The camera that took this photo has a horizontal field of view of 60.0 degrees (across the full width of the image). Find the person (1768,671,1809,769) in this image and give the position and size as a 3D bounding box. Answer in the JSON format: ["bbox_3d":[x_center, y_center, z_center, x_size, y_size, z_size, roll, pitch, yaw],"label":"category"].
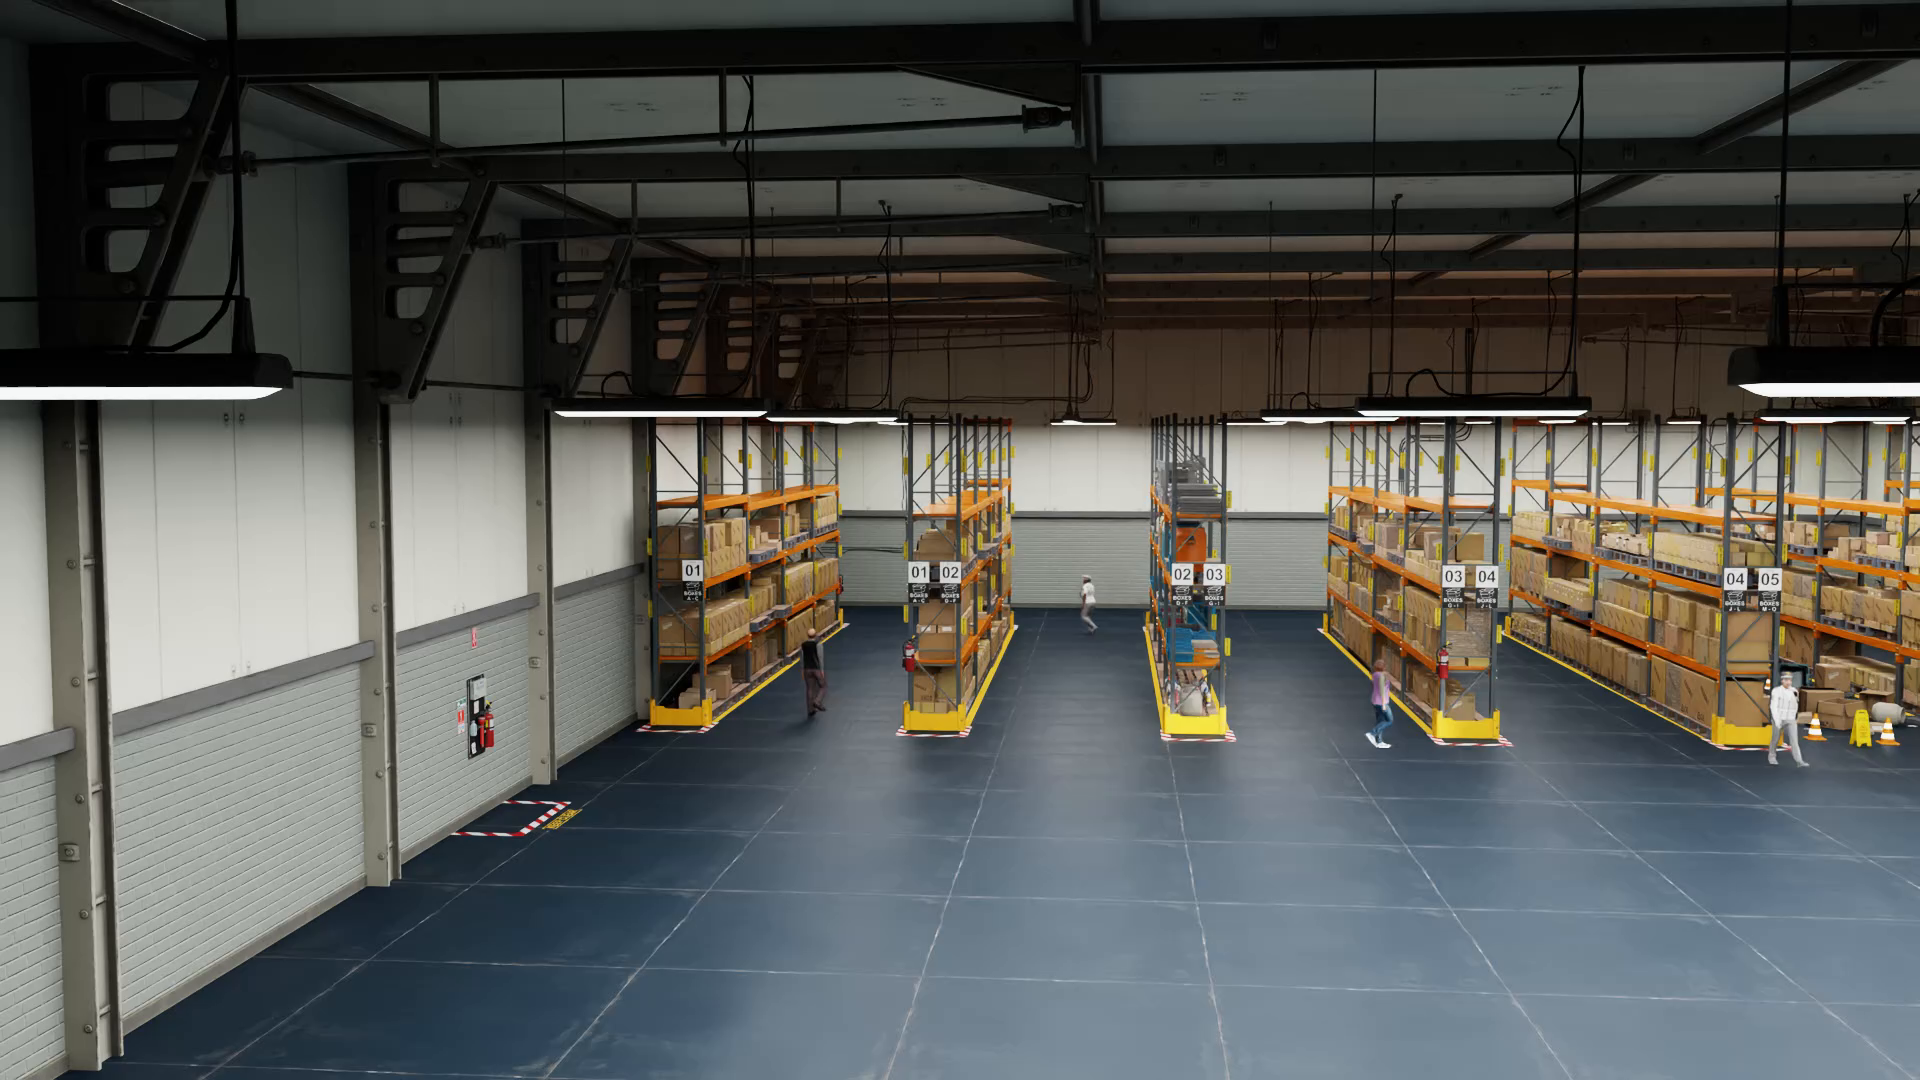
[{"bbox_3d":[13.852,3.014,27.857,0.498,1.627,1.041,1,4,10],"label":"person"}]

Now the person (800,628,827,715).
[{"bbox_3d":[-2.938,2.625,33.193,0.579,1.711,0.478,1,4,16],"label":"person"}]

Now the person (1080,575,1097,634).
[{"bbox_3d":[3.591,1.797,46.210,0.595,1.652,0.524,3,5,42],"label":"person"}]

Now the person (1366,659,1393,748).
[{"bbox_3d":[7.437,2.918,29.597,0.489,1.596,0.428,-1,4,-9],"label":"person"}]
